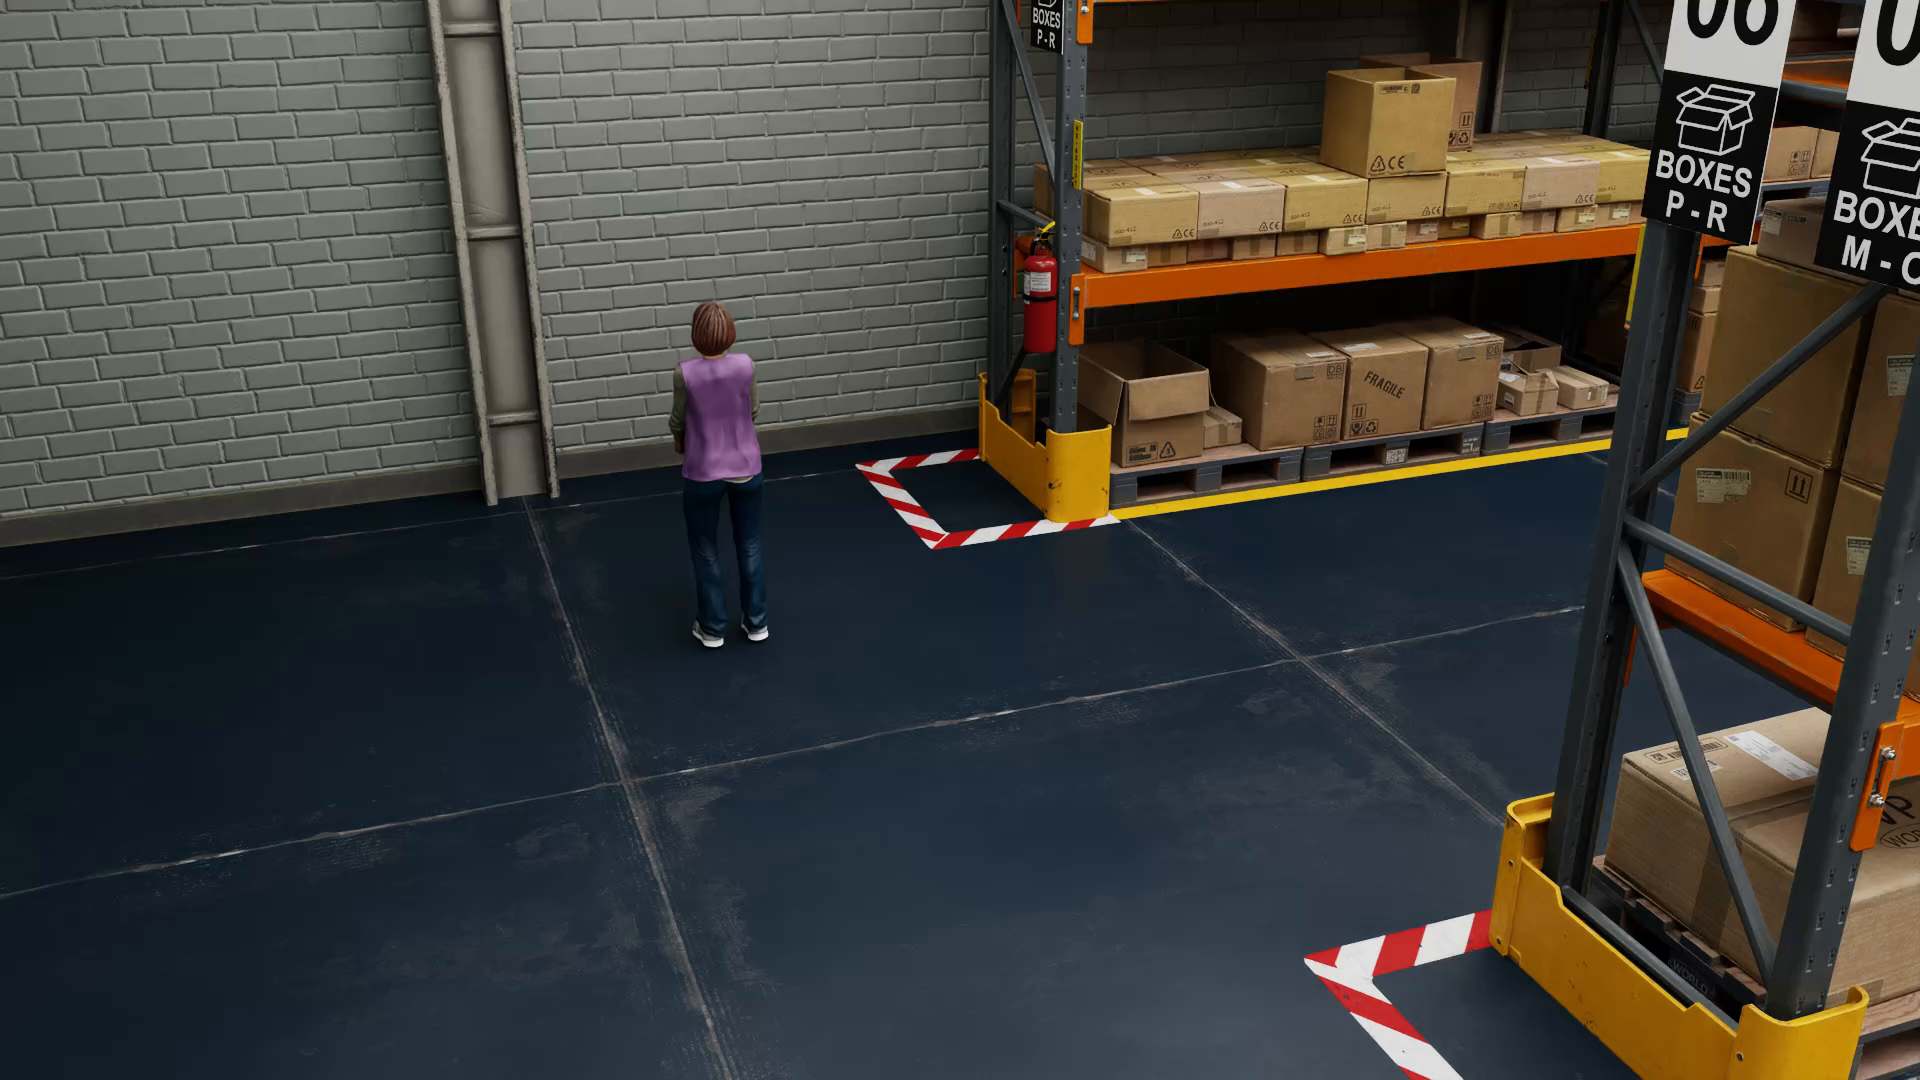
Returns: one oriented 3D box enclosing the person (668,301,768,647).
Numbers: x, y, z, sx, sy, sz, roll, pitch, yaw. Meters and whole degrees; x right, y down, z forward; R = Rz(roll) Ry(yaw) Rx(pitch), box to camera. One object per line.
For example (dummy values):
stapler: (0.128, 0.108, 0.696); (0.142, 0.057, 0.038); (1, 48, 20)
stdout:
person: (-1.073, -0.307, 7.361); (0.405, 1.575, 0.498); (-8, 24, -18)
